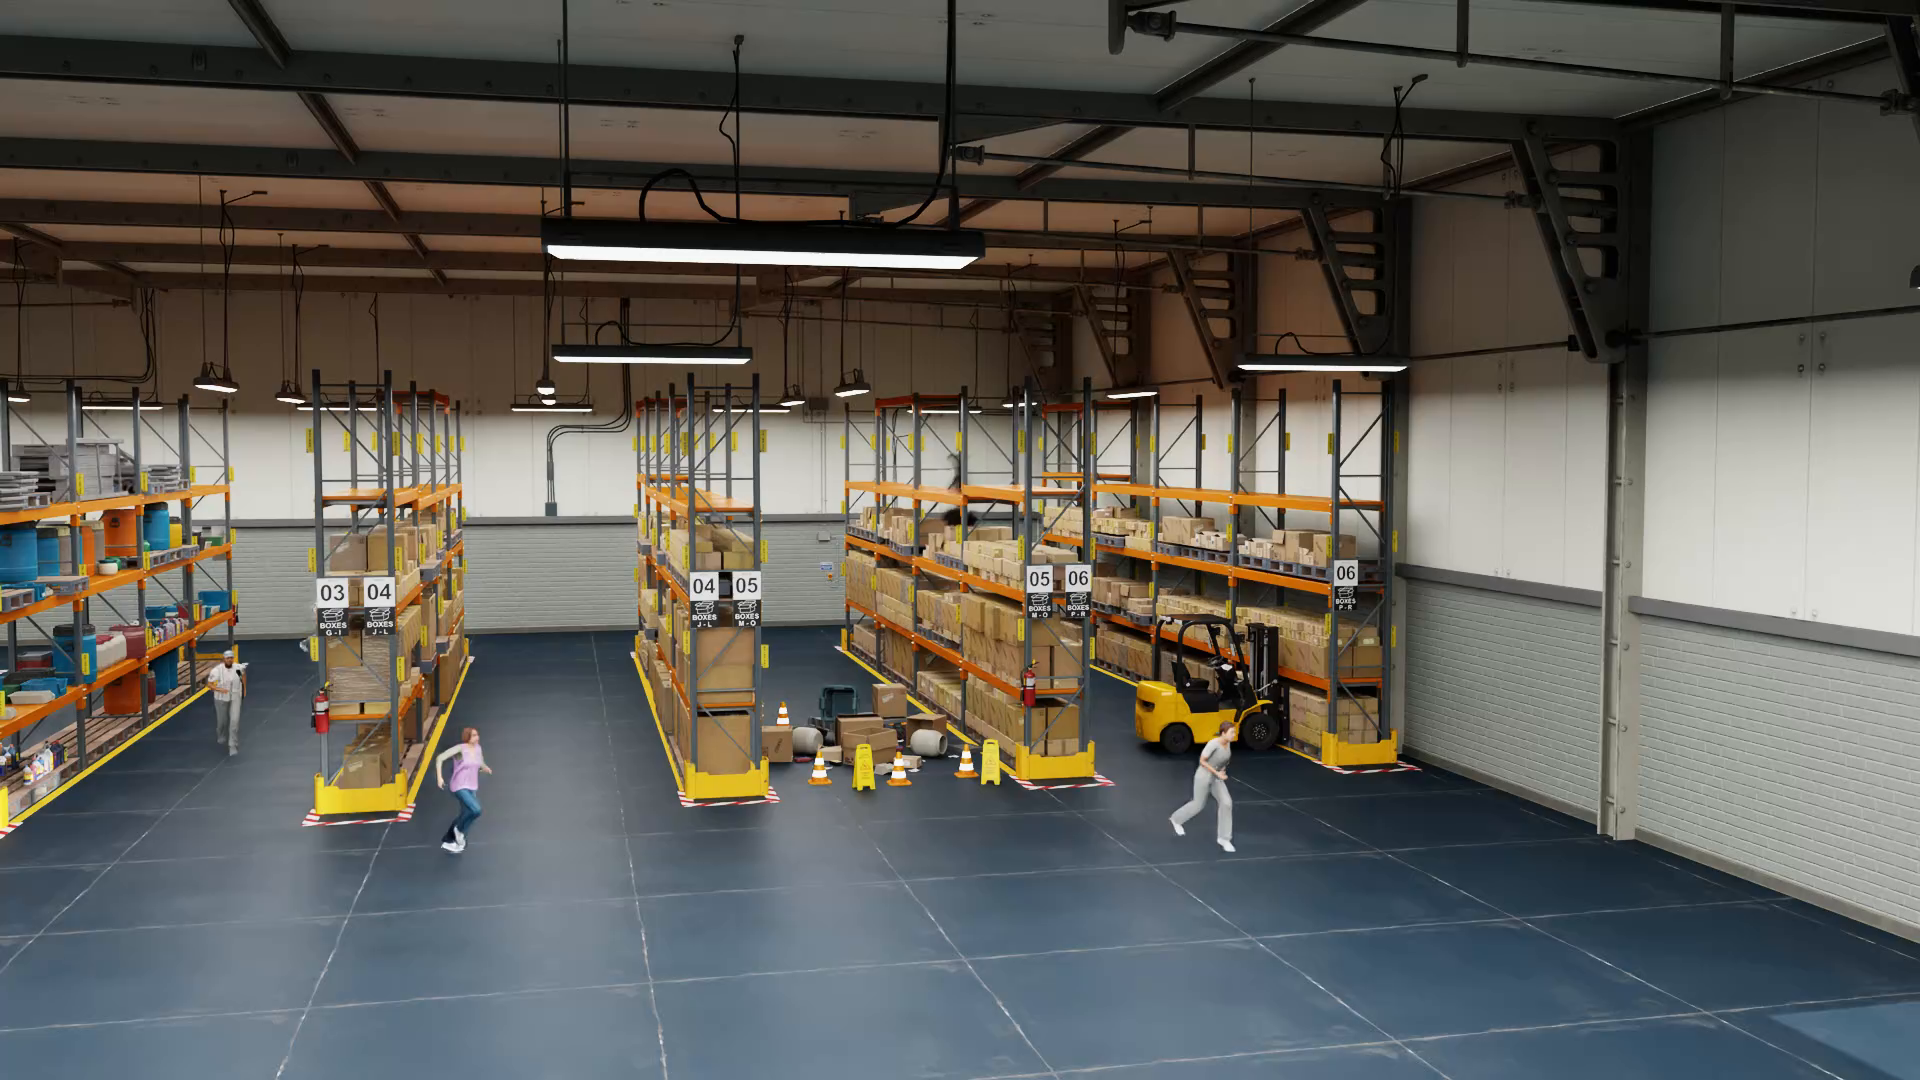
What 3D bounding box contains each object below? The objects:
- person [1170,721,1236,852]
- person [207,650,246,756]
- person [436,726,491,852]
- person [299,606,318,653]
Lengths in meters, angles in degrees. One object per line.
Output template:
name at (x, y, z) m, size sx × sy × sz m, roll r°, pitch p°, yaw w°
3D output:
person at (3.052, 3.026, 20.761) m, size 1.004 × 1.622 × 0.601 m, roll 3°, pitch 4°, yaw 41°
person at (-11.918, 2.618, 27.064) m, size 0.628 × 1.675 × 0.982 m, roll -2°, pitch 4°, yaw -35°
person at (-6.017, 3.049, 20.246) m, size 0.702 × 1.535 × 0.568 m, roll 2°, pitch 4°, yaw 27°
person at (-14.970, 1.972, 38.954) m, size 1.000 × 1.587 × 0.541 m, roll -1°, pitch 3°, yaw -10°
